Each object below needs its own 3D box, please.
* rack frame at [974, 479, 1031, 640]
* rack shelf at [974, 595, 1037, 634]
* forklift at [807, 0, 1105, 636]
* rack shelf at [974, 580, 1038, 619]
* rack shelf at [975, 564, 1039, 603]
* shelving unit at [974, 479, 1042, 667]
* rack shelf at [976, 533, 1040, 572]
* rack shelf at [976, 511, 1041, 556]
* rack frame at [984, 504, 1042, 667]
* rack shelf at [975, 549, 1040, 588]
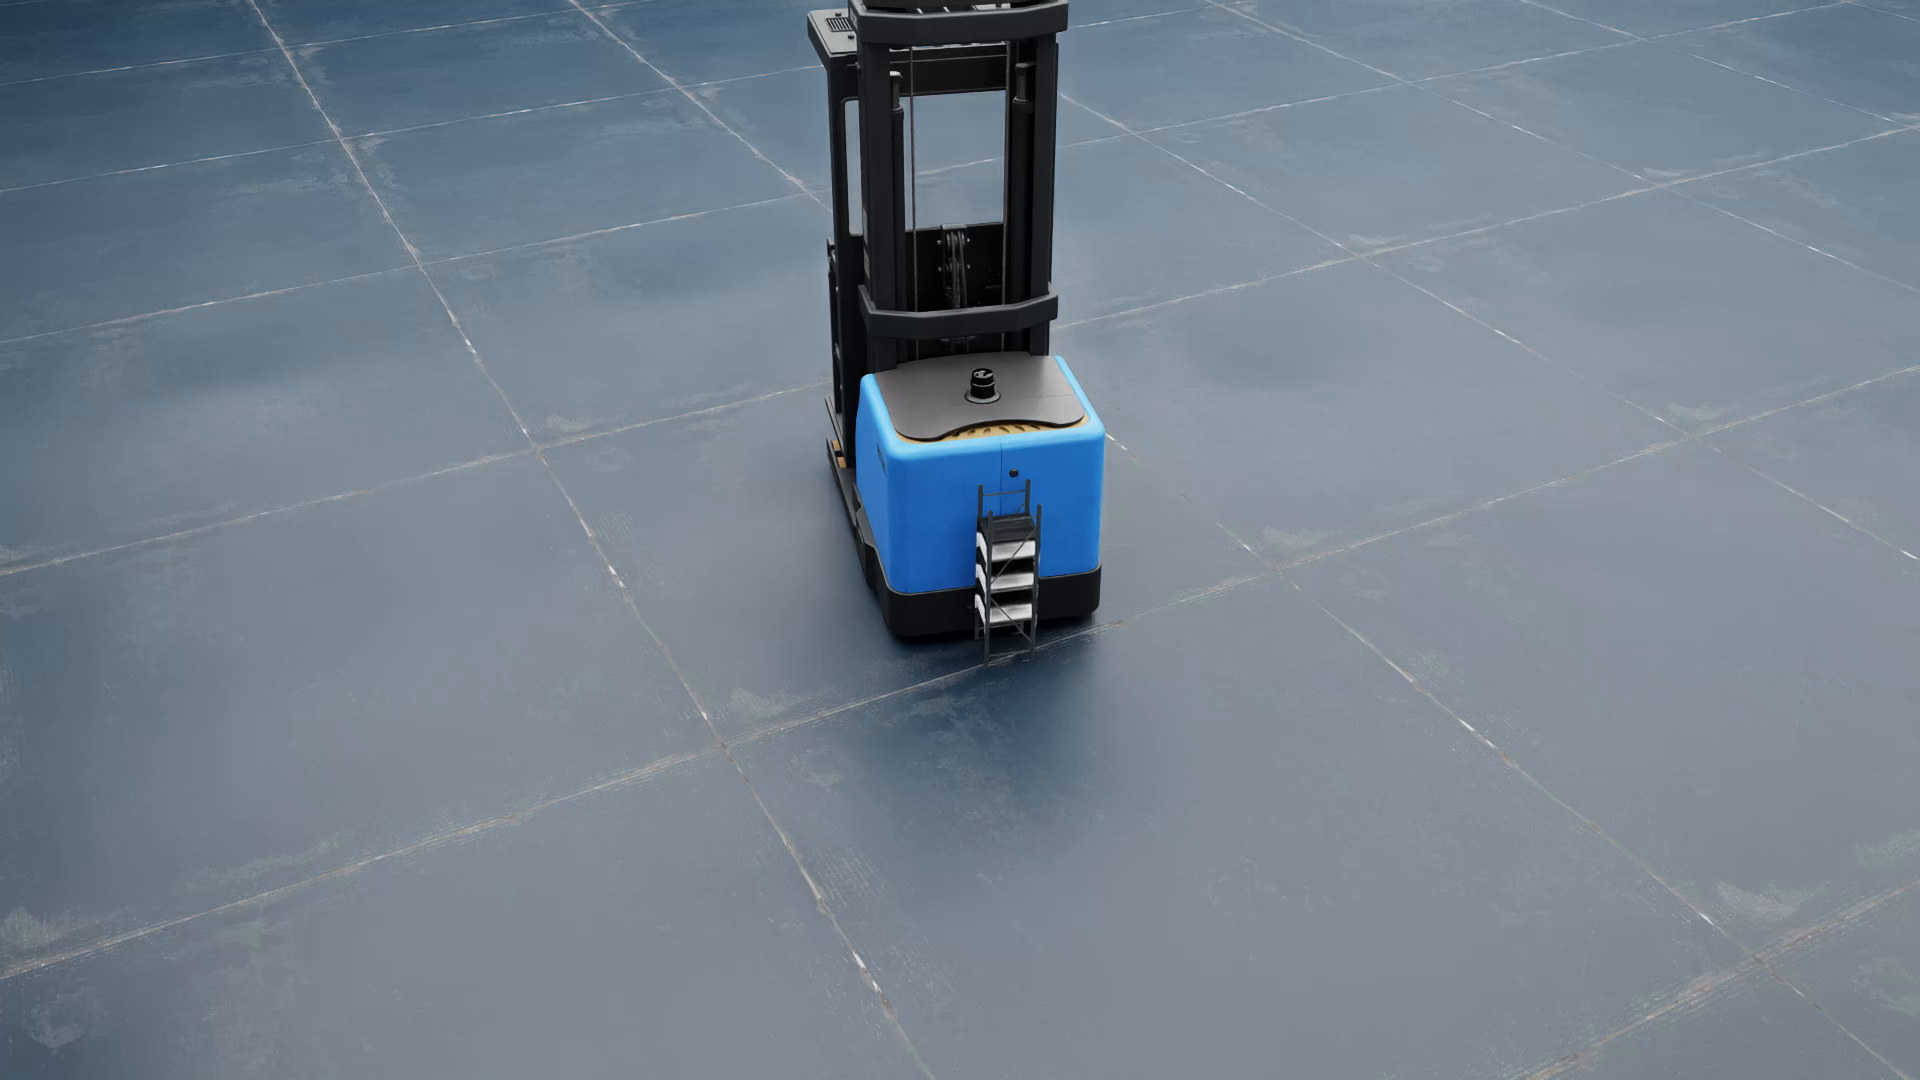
[{"bbox_3d":[0.194,0.101,7.733,0.240,0.900,0.006,-7,37,-10],"label":"rack frame"},{"bbox_3d":[0.212,0.332,7.780,0.258,0.077,0.200,-7,37,-10],"label":"rack shelf"},{"bbox_3d":[-0.132,-1.562,8.471,1.130,2.935,3.031,-7,33,-10],"label":"forklift"},{"bbox_3d":[0.213,0.259,7.727,0.258,0.077,0.200,-7,37,-10],"label":"rack shelf"},{"bbox_3d":[0.215,0.187,7.674,0.258,0.077,0.200,-7,37,-10],"label":"rack shelf"},{"bbox_3d":[0.215,0.160,7.654,0.258,0.900,0.210,-7,37,-10],"label":"shelving unit"},{"bbox_3d":[0.217,0.042,7.567,0.258,0.077,0.200,-7,37,-10],"label":"rack shelf"},{"bbox_3d":[0.218,-0.030,7.513,0.258,0.077,0.200,-7,37,-10],"label":"rack shelf"},{"bbox_3d":[0.236,0.220,7.574,0.240,0.900,0.006,-7,37,-10],"label":"rack frame"},{"bbox_3d":[0.216,0.115,7.620,0.258,0.077,0.200,-7,37,-10],"label":"rack shelf"}]
